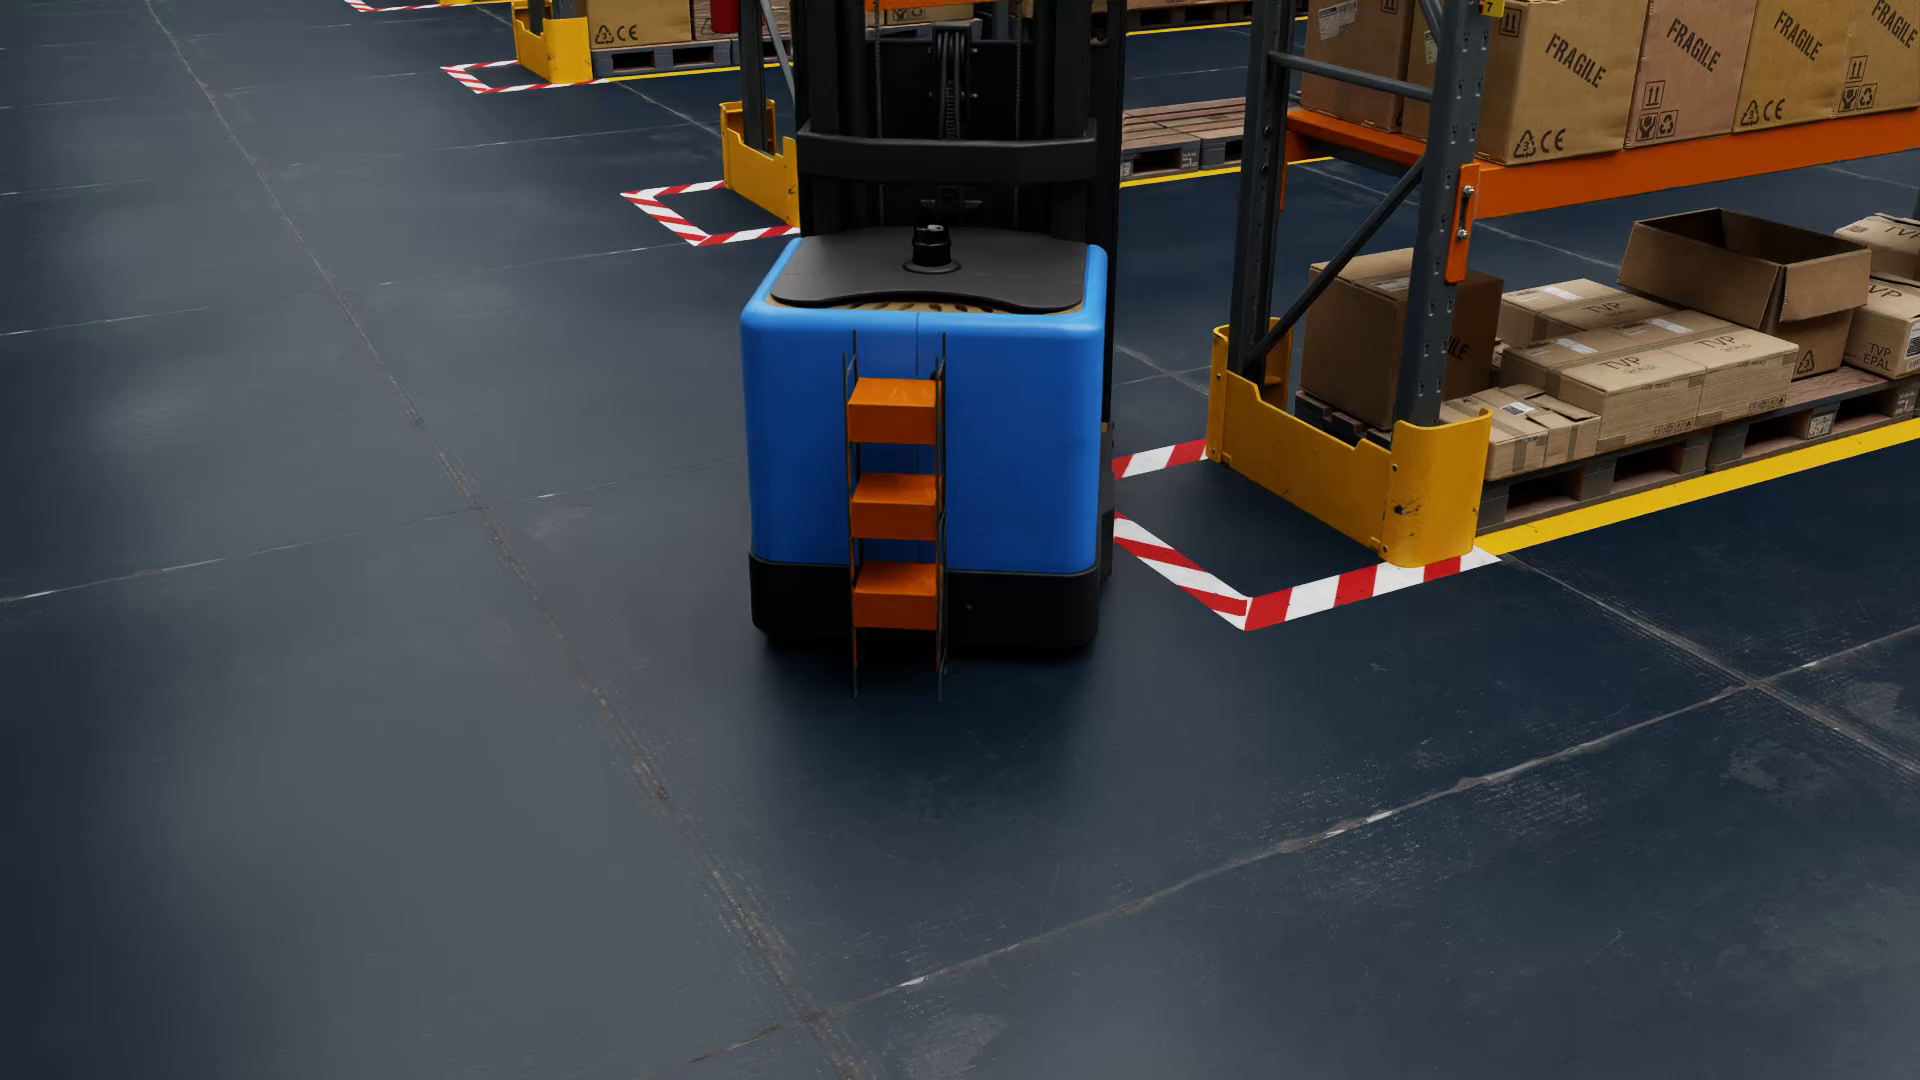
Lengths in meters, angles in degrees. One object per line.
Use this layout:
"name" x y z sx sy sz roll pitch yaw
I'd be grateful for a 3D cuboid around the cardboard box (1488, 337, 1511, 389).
"cardboard box" 2.049 -0.664 6.434 0.250 0.166 0.380 -13 29 -25

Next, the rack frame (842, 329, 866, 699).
"rack frame" -0.294 -0.058 4.657 0.008 1.050 0.200 2 26 5

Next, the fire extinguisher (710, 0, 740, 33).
"fire extinguisher" -1.389 -3.323 9.725 0.183 0.674 0.296 -13 29 -25

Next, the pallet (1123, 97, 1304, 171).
"pallet" 1.857 -2.776 11.288 1.213 0.211 1.003 -13 29 -25

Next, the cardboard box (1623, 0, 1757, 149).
"cardboard box" 2.254 -1.632 5.569 0.500 0.500 0.500 -13 29 -26

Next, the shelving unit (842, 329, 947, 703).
"shelving unit" -0.173 -0.053 4.647 0.252 1.050 0.215 2 26 5

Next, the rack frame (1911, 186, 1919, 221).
"rack frame" 4.815 -2.305 7.085 0.127 3.000 1.000 -13 29 -25

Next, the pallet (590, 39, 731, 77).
"pallet" -2.704 -4.210 14.275 1.213 0.211 1.003 -13 29 -25

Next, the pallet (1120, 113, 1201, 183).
"pallet" 0.779 -2.526 10.767 1.213 0.211 1.003 -13 29 -25

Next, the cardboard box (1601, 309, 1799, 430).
"cardboard box" 2.781 -0.655 6.318 0.500 0.250 0.500 -13 29 -25

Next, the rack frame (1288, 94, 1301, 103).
"rack frame" 2.488 -4.198 11.027 0.127 3.000 1.000 -13 29 -25

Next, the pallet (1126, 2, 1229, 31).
"pallet" 1.880 -5.268 16.479 1.213 0.211 1.003 -13 29 -25

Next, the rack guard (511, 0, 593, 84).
"rack guard" -3.394 -4.143 13.801 0.348 0.500 1.175 -13 29 -25

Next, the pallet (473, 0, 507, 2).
"pallet" -4.817 -6.100 18.211 1.213 0.211 1.003 -13 29 -25

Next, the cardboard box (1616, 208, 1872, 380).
"cardboard box" 3.160 -0.993 6.730 0.637 0.503 0.797 -13 29 -25

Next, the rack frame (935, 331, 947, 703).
"rack frame" -0.051 -0.048 4.637 0.008 1.050 0.200 2 26 5

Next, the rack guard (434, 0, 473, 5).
"rack guard" -5.550 -6.078 17.832 0.348 0.500 1.175 -13 29 -25

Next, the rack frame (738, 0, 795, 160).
"rack frame" -1.042 -3.383 9.330 0.127 3.000 1.000 -13 29 -25

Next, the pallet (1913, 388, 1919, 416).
"pallet" 4.209 -0.908 7.399 1.213 0.211 1.003 -13 29 -25

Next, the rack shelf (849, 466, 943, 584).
"rack shelf" -0.173 -0.043 4.651 0.240 0.259 0.215 2 26 5

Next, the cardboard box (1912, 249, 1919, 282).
"cardboard box" 4.446 -1.152 7.064 0.500 0.500 0.500 -13 29 -25

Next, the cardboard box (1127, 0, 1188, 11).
"cardboard box" 1.500 -5.641 16.003 0.875 0.875 1.225 -14 29 -27

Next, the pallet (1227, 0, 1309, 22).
"pallet" 2.955 -5.515 16.993 1.213 0.211 1.003 -13 29 -25

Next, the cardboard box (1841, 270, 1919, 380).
"cardboard box" 3.784 -0.914 6.787 0.500 0.311 0.500 -13 29 -25

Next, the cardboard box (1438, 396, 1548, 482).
"cardboard box" 1.817 -0.358 5.815 0.250 0.149 0.380 -13 29 -25

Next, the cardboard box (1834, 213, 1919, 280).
"cardboard box" 4.343 -1.288 7.566 0.500 0.311 0.500 -13 29 -25

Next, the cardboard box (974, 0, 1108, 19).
"cardboard box" 0.712 -5.459 15.623 0.875 0.875 1.225 -13 29 -25

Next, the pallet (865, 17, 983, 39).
"pallet" -0.551 -4.707 15.310 1.213 0.211 1.003 -13 29 -25

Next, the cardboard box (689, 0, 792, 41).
"cardboard box" -2.042 -4.852 14.360 0.875 0.875 0.875 -13 29 -25

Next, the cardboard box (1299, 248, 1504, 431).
"cardboard box" 1.650 -0.767 6.261 0.500 0.500 0.500 -13 29 -25

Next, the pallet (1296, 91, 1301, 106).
"pallet" 3.188 -3.082 11.925 1.213 0.211 1.003 -13 29 -25

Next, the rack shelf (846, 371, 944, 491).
"rack shelf" -0.173 -0.299 4.528 0.240 0.259 0.215 2 26 5

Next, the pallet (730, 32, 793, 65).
"pallet" -1.629 -4.457 14.789 1.213 0.211 1.003 -13 29 -25

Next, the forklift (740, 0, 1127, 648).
"forklift" 0.020 -1.605 5.707 1.130 2.935 3.031 2 26 5

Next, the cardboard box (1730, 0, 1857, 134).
"cardboard box" 2.698 -1.733 5.779 0.500 0.500 0.500 -13 29 -25

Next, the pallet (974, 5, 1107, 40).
"pallet" 0.802 -5.018 15.958 1.213 0.211 1.003 -13 29 -25

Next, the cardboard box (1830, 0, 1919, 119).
"cardboard box" 3.140 -1.835 5.990 0.500 0.500 0.500 -13 28 -24

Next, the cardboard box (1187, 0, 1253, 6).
"cardboard box" 2.278 -5.824 16.385 0.875 0.875 1.225 -13 29 -25

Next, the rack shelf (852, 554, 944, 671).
"rack shelf" -0.173 0.207 4.772 0.240 0.259 0.215 2 26 5

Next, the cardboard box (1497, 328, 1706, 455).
"cardboard box" 2.340 -0.553 6.106 0.500 0.250 0.500 -13 29 -25

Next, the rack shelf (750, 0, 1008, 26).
"rack shelf" 0.723 -3.466 10.334 4.000 0.370 1.077 -13 29 -25

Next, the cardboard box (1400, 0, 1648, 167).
"cardboard box" 1.801 -1.525 5.346 0.500 0.500 0.500 -12 28 -24

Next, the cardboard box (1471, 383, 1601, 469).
"cardboard box" 2.038 -0.416 5.917 0.250 0.166 0.380 -13 29 -25

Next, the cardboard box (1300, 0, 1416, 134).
"cardboard box" 1.553 -1.731 5.774 0.500 0.500 0.500 -12 28 -24

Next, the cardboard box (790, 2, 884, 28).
"cardboard box" -1.257 -5.034 14.738 0.875 0.875 0.875 -13 29 -25

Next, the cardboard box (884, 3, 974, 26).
"cardboard box" -0.463 -5.217 15.120 0.875 0.875 0.875 -13 29 -25

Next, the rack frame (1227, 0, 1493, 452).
"rack frame" 1.286 -1.490 5.389 0.127 3.000 1.000 -13 29 -25

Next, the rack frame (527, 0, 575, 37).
"rack frame" -3.372 -5.275 13.270 0.127 3.000 1.000 -13 29 -25

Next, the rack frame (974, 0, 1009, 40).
"rack frame" 0.157 -6.089 14.967 0.127 3.000 1.000 -13 29 -25

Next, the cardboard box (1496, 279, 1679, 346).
"cardboard box" 2.502 -0.836 6.694 0.500 0.250 0.500 -13 29 -25

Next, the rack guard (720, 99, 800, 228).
"rack guard" -1.057 -2.246 9.851 0.348 0.500 1.175 -13 29 -25

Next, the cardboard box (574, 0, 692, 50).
"cardboard box" -2.845 -4.667 13.974 0.875 0.875 0.875 -13 29 -25

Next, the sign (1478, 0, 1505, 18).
"sign" 1.541 -1.674 4.770 0.005 0.325 0.100 -13 29 -25

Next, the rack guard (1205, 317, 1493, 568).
"rack guard" 1.353 -0.379 5.962 0.348 0.500 1.175 -13 29 -25

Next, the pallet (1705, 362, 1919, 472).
"pallet" 3.131 -0.658 6.877 1.213 0.211 1.003 -13 29 -25

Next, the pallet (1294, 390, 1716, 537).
"pallet" 2.056 -0.411 6.363 1.213 0.211 1.003 -13 29 -25

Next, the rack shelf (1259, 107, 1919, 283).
"rack shelf" 3.051 -1.573 6.393 4.000 0.370 1.077 -13 29 -25
